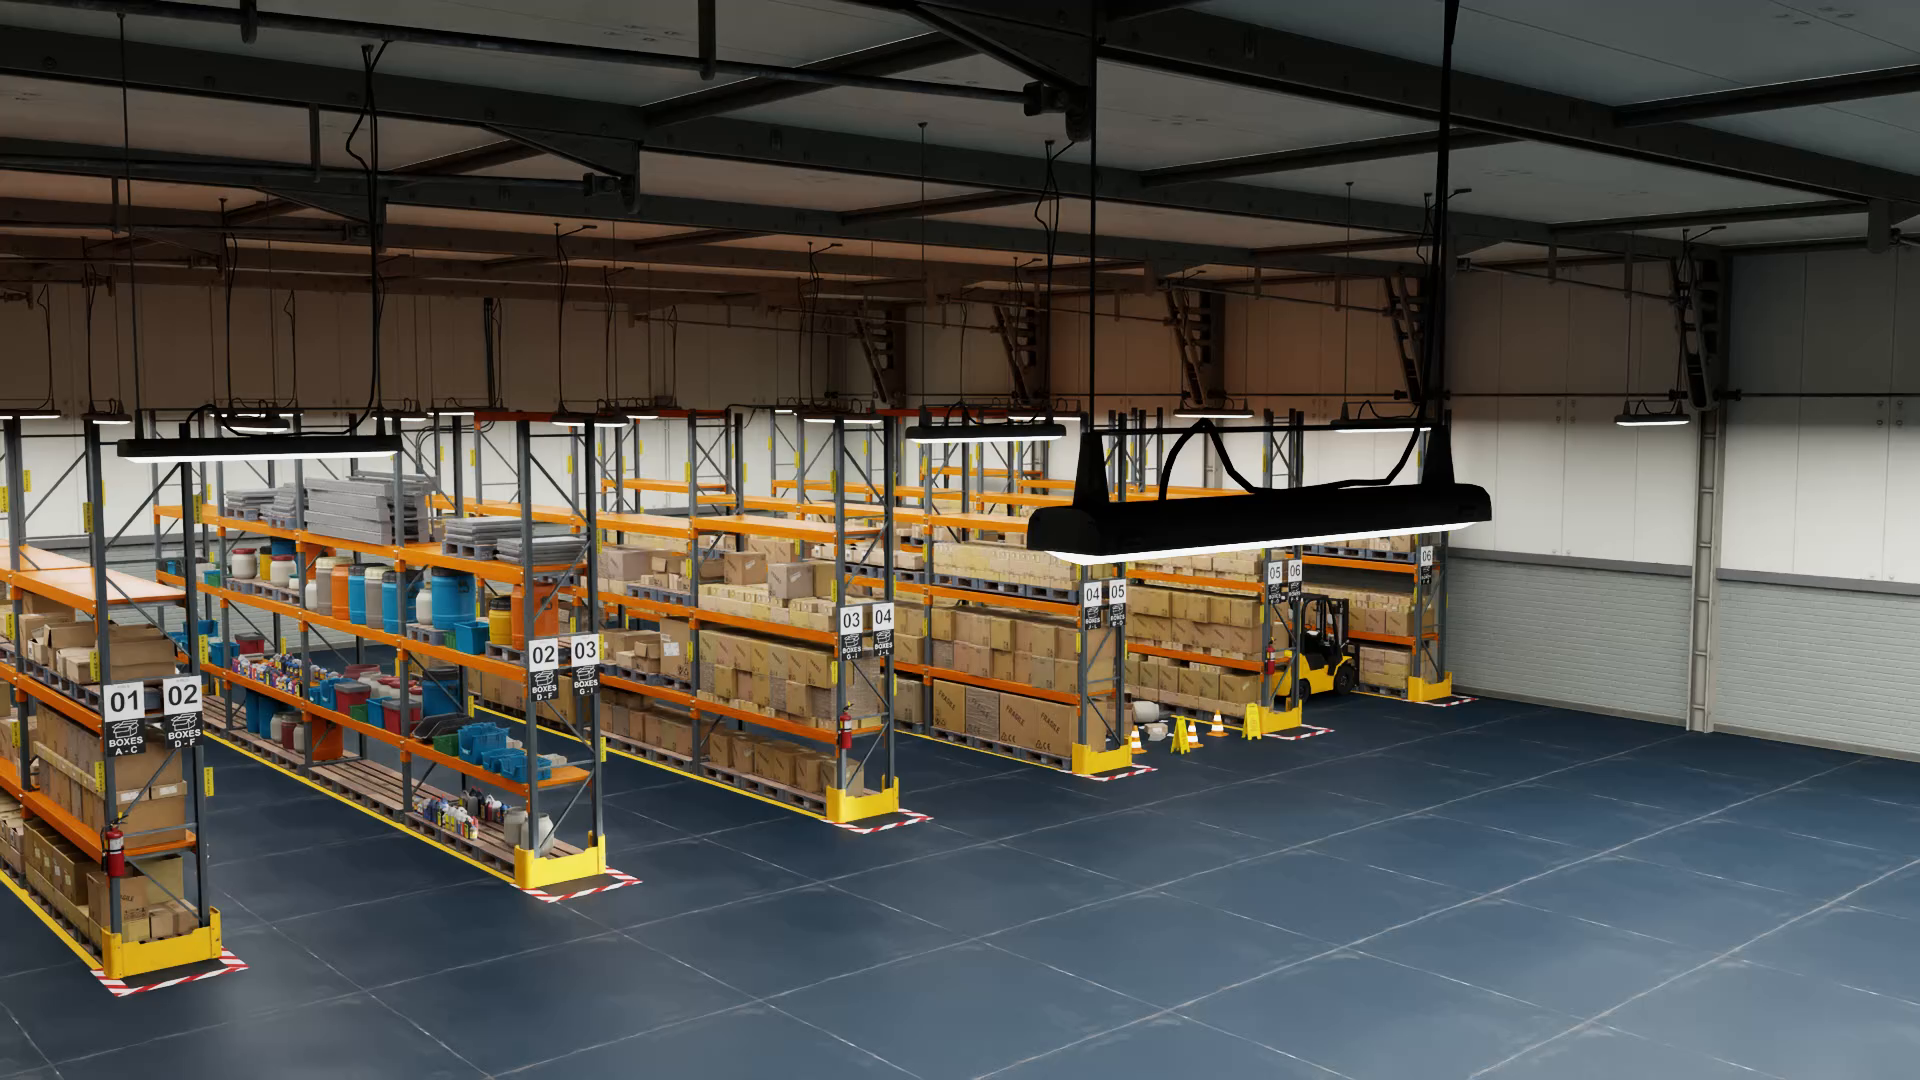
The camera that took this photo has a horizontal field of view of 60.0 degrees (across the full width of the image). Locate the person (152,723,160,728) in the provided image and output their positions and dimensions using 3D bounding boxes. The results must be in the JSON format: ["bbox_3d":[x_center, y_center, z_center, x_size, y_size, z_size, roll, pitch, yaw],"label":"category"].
[{"bbox_3d":[-12.130,3.279,24.959,0.734,1.812,0.617,2,6,25],"label":"person"}]

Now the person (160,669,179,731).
[{"bbox_3d":[-14.386,2.866,30.195,0.462,1.600,1.014,-2,6,-25],"label":"person"}]
